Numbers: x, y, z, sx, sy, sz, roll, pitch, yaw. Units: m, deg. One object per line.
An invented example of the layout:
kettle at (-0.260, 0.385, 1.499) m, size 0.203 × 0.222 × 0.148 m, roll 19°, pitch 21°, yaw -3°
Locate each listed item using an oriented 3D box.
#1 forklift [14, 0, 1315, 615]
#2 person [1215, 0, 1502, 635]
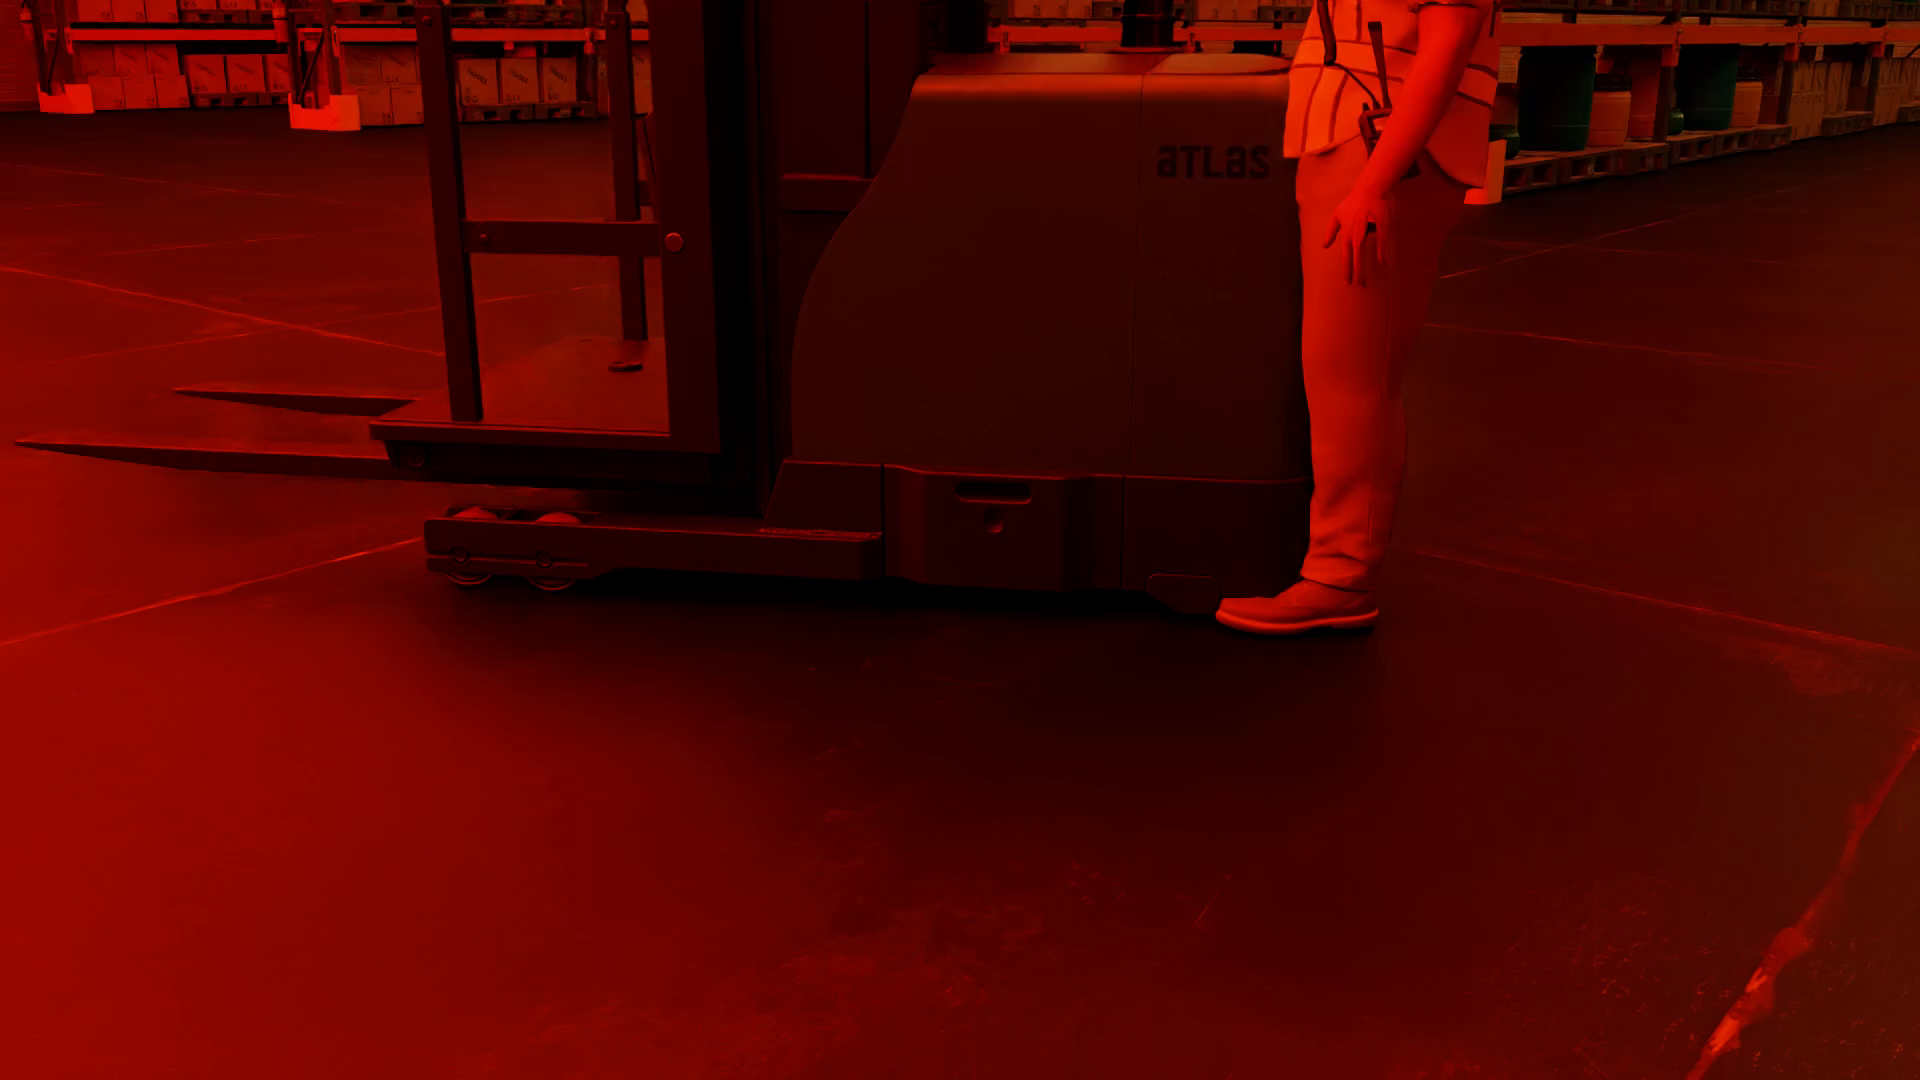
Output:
forklift at (-0.699, -1.440, 3.639) m, size 3.031 × 2.935 × 1.130 m, roll 3°, pitch 17°, yaw 10°
person at (0.696, -0.695, 3.144) m, size 0.571 × 1.778 × 0.641 m, roll 1°, pitch 17°, yaw 4°
